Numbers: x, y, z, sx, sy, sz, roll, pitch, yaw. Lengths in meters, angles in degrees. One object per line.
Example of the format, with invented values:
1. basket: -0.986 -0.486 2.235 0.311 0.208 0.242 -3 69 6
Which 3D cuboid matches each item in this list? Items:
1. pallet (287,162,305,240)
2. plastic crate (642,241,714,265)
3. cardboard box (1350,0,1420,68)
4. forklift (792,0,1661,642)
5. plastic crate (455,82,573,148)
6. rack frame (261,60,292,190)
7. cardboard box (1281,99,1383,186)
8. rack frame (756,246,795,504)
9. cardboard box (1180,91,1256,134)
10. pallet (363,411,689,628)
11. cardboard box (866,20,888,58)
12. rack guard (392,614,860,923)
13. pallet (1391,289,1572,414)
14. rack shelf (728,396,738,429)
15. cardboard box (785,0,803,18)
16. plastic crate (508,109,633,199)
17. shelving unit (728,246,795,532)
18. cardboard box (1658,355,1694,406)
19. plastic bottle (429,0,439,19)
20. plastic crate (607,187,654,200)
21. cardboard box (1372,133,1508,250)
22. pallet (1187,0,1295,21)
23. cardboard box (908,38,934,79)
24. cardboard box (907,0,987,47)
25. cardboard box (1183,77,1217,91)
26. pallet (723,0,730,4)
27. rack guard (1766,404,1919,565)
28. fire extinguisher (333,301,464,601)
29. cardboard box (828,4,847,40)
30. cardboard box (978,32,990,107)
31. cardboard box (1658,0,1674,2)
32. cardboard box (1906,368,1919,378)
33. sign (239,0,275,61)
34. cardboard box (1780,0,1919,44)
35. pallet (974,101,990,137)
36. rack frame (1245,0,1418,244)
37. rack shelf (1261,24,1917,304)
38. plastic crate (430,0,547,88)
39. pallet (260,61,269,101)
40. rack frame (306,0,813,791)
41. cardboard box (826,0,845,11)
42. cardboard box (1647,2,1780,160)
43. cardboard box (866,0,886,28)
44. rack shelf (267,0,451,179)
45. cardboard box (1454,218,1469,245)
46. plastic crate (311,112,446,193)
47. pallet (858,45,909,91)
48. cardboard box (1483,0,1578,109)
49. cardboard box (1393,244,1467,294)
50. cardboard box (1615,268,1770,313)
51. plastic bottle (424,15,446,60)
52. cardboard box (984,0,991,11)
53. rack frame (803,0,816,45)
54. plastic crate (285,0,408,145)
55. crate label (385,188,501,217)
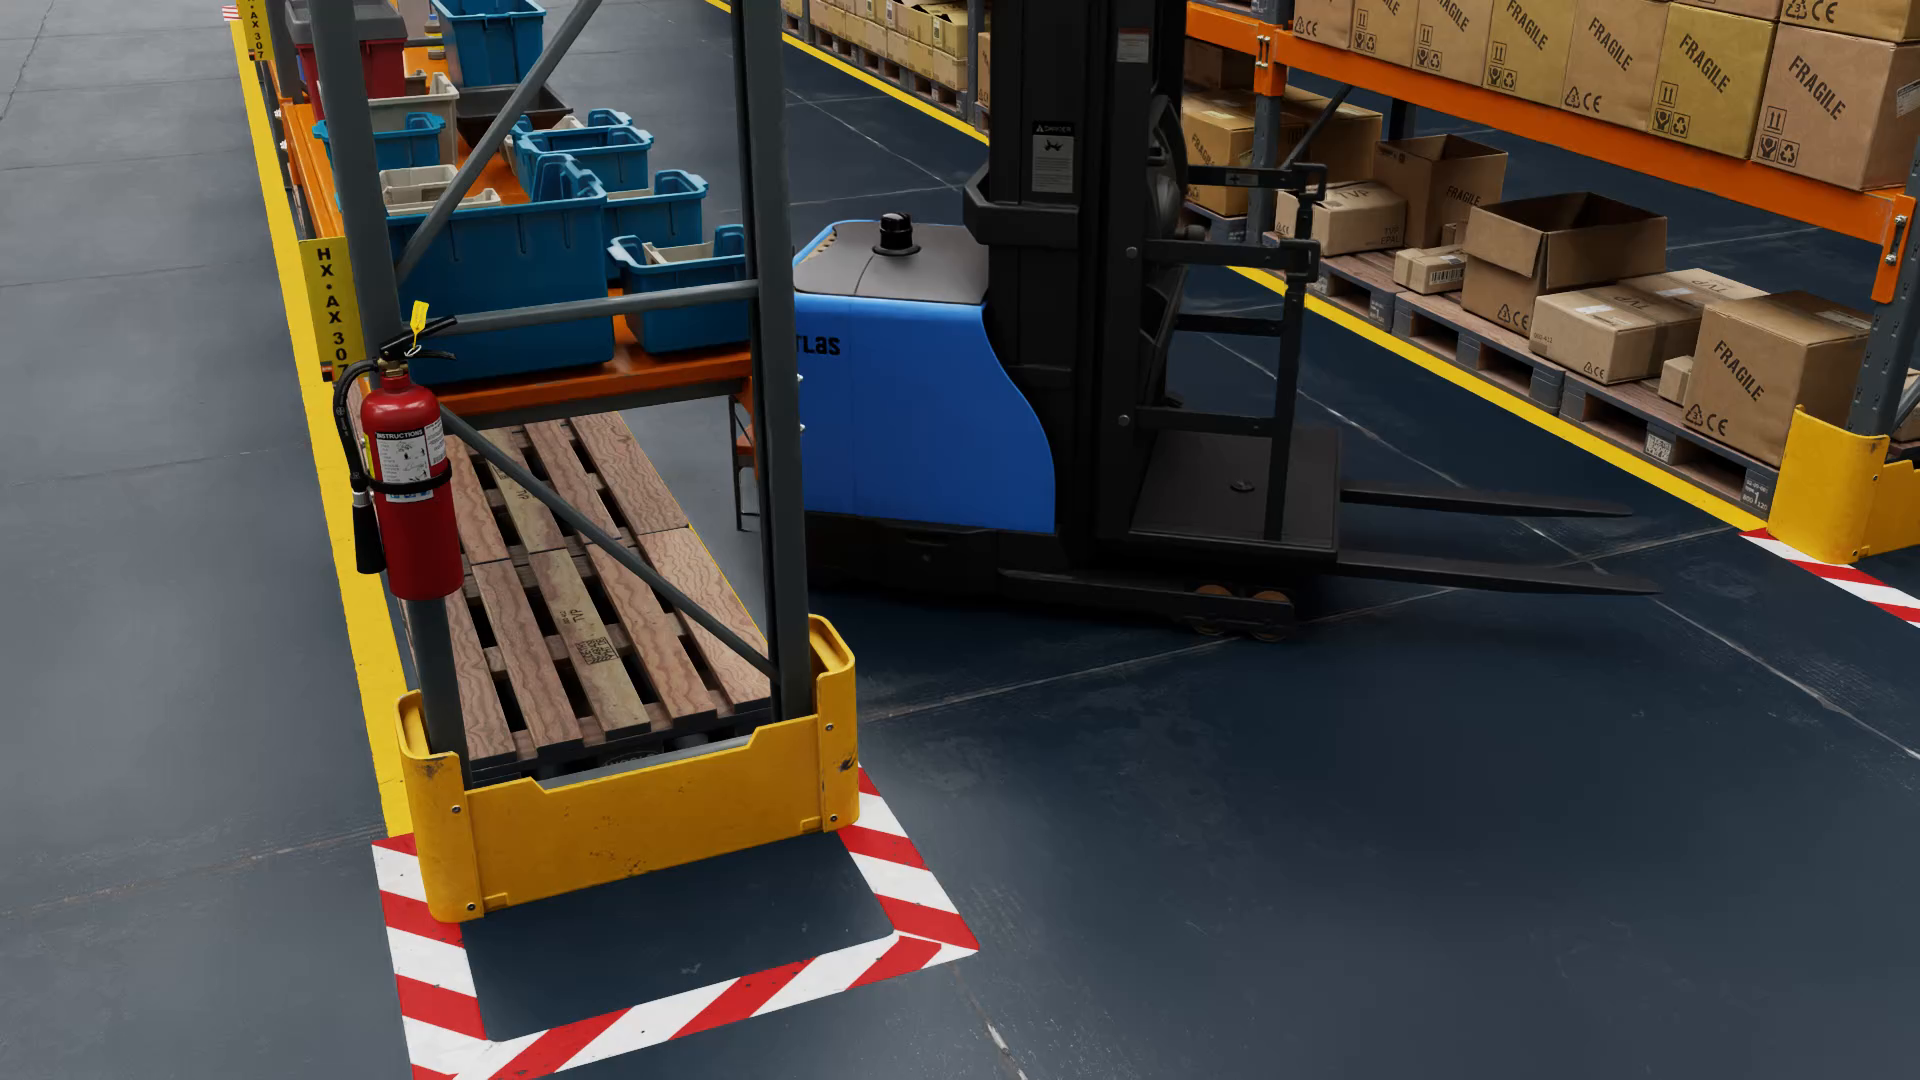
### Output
1. pallet: -3.673 -2.203 10.520 1.003 0.211 1.213 -11 28 -21
2. plastic crate: -0.731 -0.745 4.590 0.250 0.136 0.298 -11 28 -21
3. cardboard box: 2.258 -2.588 8.017 0.500 0.500 0.500 -10 28 -20
4. forklift: 0.868 -1.233 5.435 3.031 2.935 1.130 6 27 11
5. plastic crate: -1.768 -1.650 6.455 0.437 0.125 0.590 -11 28 -21
6. rack frame: -4.020 -3.767 10.546 1.000 3.000 0.127 -11 28 -21
7. cardboard box: 2.140 -2.313 9.916 0.500 0.500 0.500 -12 28 -23
8. rack frame: -0.699 -0.605 6.292 0.200 1.050 0.008 5 26 10
9. cardboard box: 1.463 -2.427 10.149 0.500 0.500 0.500 -10 28 -20
10. pallet: -1.649 -0.115 6.246 1.003 0.211 1.213 -11 28 -21
11. cardboard box: -0.495 -4.358 14.412 0.500 0.250 0.500 -10 28 -20
12. rack guard: -0.866 0.594 4.464 1.175 0.500 0.348 -11 28 -21
13. pallet: 2.855 -0.978 8.012 1.003 0.211 1.213 -11 28 -21
14. rack shelf: -0.724 -0.543 6.189 0.215 0.259 0.240 5 26 10
15. cardboard box: -1.410 -5.334 16.411 0.500 0.250 0.500 -11 28 -21
16. plastic crate: -1.314 -1.298 5.612 0.416 0.233 0.300 -11 28 -21
17. shelving unit: -0.724 -0.552 6.185 0.215 1.050 0.252 5 26 10
18. cardboard box: 3.156 -0.667 6.926 0.380 0.166 0.250 -11 28 -21
19. plastic bottle: -2.647 -2.722 8.548 0.152 0.276 0.135 -11 28 -21
20. plastic crate: -0.996 -1.019 5.151 0.250 0.136 0.298 -11 28 -21
21. cardboard box: 2.589 -1.895 9.059 0.500 0.500 0.500 -11 28 -21
22. pallet: 1.893 -3.257 9.720 1.003 0.211 1.213 -11 28 -21
23. cardboard box: -0.097 -3.947 13.571 0.500 0.250 0.500 -11 28 -21
24. cardboard box: -0.102 -4.199 13.448 0.500 0.311 0.500 -11 28 -21
25. cardboard box: 1.732 -2.729 10.769 0.500 0.500 0.500 -10 28 -20
26. pallet: -2.256 -6.291 18.895 1.003 0.211 1.213 -11 28 -21
27. rack guard: 3.642 -0.294 6.282 1.175 0.500 0.348 -11 28 -21
28. fire extinguisher: -1.246 -0.196 3.745 0.296 0.674 0.183 -11 28 -21
29. cardboard box: -0.899 -4.772 15.261 0.500 0.250 0.500 -10 28 -19
30. cardboard box: 0.454 -3.458 12.261 0.500 0.500 0.500 -9 28 -18
31. cardboard box: 2.839 -2.426 6.546 0.500 0.500 0.500 -10 28 -19
32. cardboard box: 3.726 -0.640 6.870 0.380 0.166 0.250 -11 28 -21
33. sign: -2.961 -2.183 6.986 0.100 0.325 0.005 -11 28 -21
34. cardboard box: 3.245 -2.013 5.701 0.500 0.500 0.500 -11 28 -21
35. pallet: 0.796 -3.055 12.267 1.003 0.211 1.213 -11 28 -21
36. rack frame: 2.105 -3.001 8.979 1.000 3.000 0.127 -11 28 -21
37. rack shelf: 2.889 -1.871 7.483 1.077 0.370 4.000 -11 28 -21
38. plastic crate: -1.957 -2.042 6.963 0.392 0.384 0.575 -11 28 -21
39. pallet: -5.244 -3.818 13.829 1.003 0.211 1.213 -11 28 -21
40. rack frame: -0.887 -0.537 3.931 1.000 3.000 0.127 -11 28 -21
41. cardboard box: -0.904 -5.024 15.136 0.500 0.311 0.500 -11 28 -21
42. cardboard box: 3.040 -1.774 6.352 0.500 0.500 0.500 -10 28 -20
43. cardboard box: -0.492 -4.606 14.281 0.500 0.311 0.500 -10 28 -19
44. rack shelf: -3.237 -2.636 9.050 1.077 0.370 4.000 -11 28 -21
45. cardboard box: 2.883 -1.507 8.481 0.500 0.311 0.500 -11 28 -21
46. plastic crate: -1.928 -1.274 5.563 0.416 0.233 0.300 -11 28 -21
47. pallet: -0.222 -4.194 14.599 1.003 0.211 1.213 -11 28 -21
48. cardboard box: 2.652 -2.180 7.183 0.500 0.500 0.500 -11 28 -21
49. cardboard box: 2.419 -1.372 8.369 0.380 0.166 0.250 -11 28 -21
50. cardboard box: 3.328 -1.021 7.554 0.500 0.250 0.500 -11 28 -21
51. plastic bottle: -2.535 -2.434 8.042 0.097 0.201 0.097 0 26 0
52. cardboard box: 0.391 -4.294 13.642 0.500 0.311 0.500 -11 28 -22
53. rack frame: -1.028 -6.231 15.593 1.000 3.000 0.127 -11 28 -21
54. plastic crate: -2.335 -1.804 6.385 0.402 0.464 0.583 -11 28 -21
55. crate label: -1.605 -0.971 5.053 0.396 0.136 0.243 -11 28 -21
